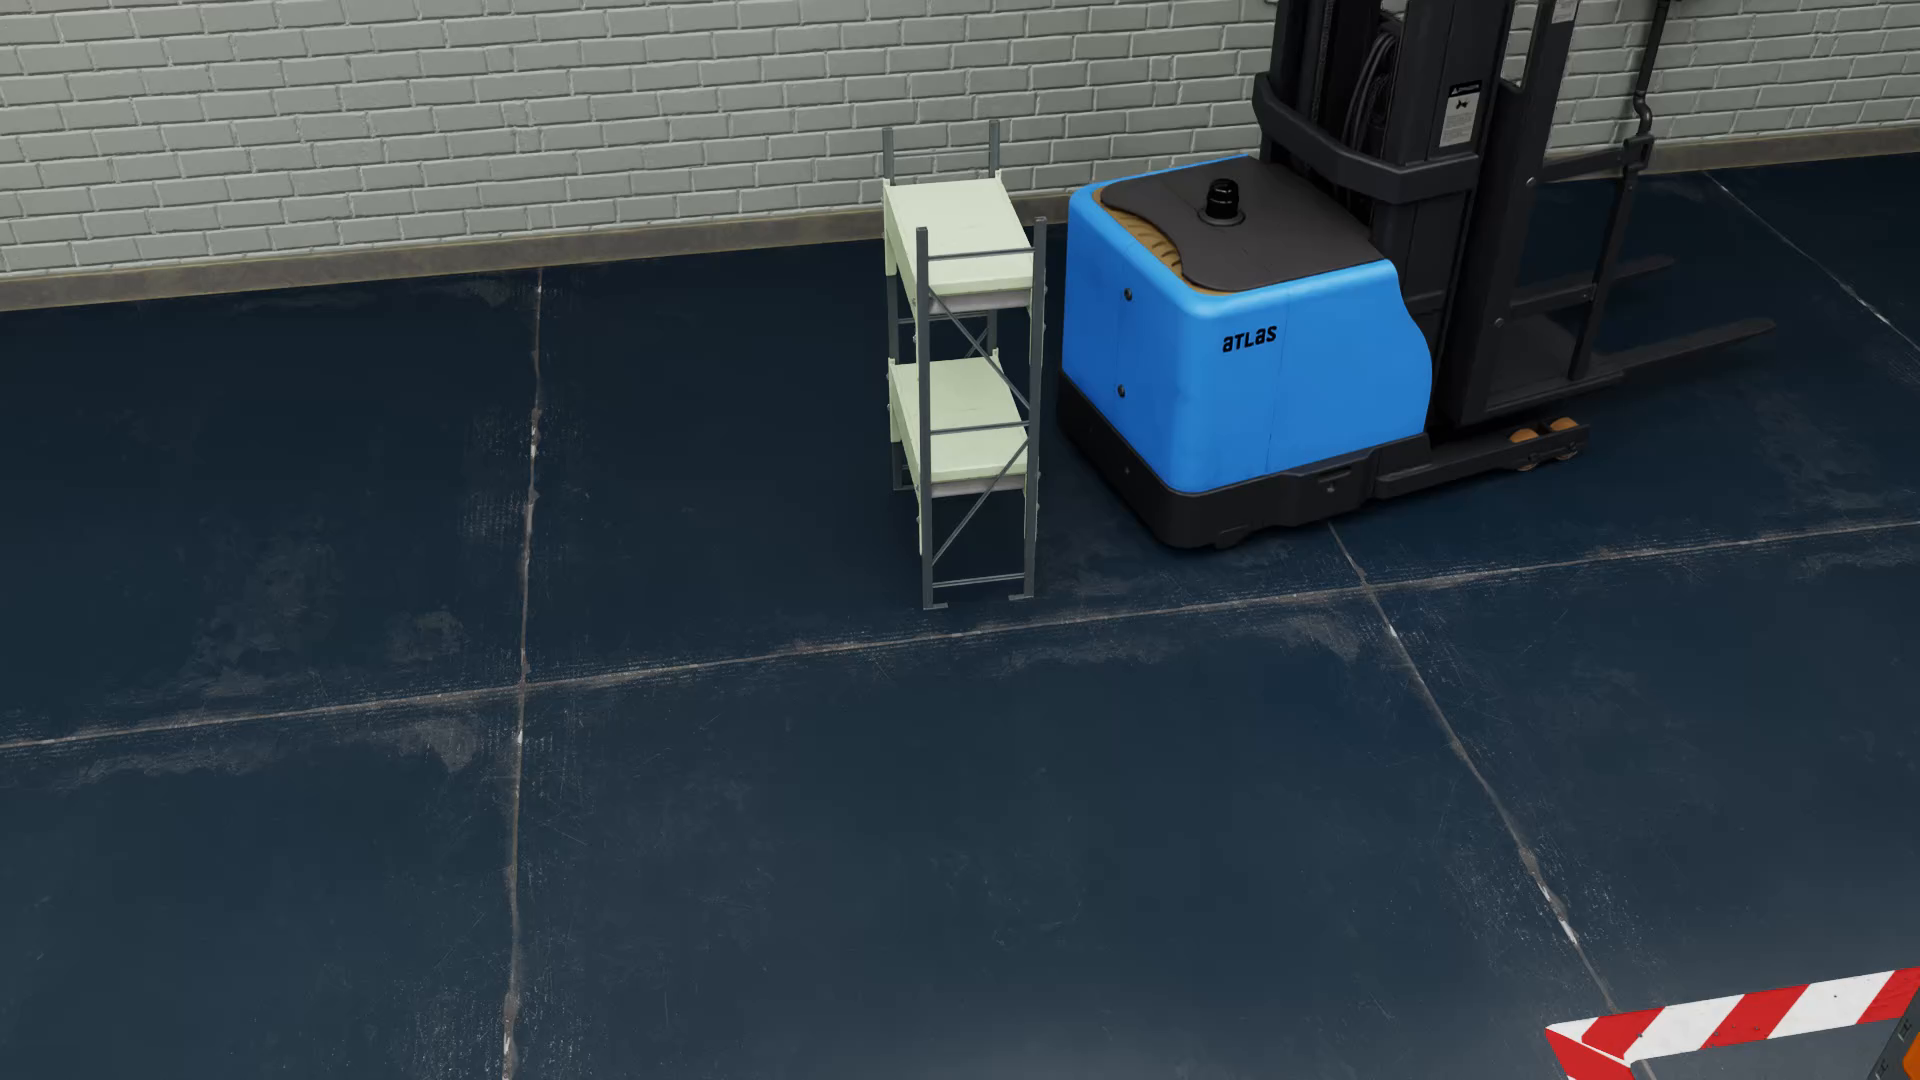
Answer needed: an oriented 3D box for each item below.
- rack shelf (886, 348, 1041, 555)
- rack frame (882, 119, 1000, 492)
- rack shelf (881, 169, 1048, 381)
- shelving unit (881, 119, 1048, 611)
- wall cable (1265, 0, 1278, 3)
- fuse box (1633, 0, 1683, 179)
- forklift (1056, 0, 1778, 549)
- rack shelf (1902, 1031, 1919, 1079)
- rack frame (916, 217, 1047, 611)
[{"bbox_3d":[0.001,-0.331,5.985,0.431,0.370,0.720,-6,38,-8],"label":"rack shelf"},{"bbox_3d":[-0.063,-0.809,6.069,0.400,1.500,0.023,-6,38,-8],"label":"rack frame"},{"bbox_3d":[0.001,-0.896,5.545,0.431,0.370,0.720,-6,38,-8],"label":"rack shelf"},{"bbox_3d":[0.001,-0.588,5.785,0.431,1.500,0.755,-6,38,-8],"label":"shelving unit"},{"bbox_3d":[1.380,-3.249,7.133,0.585,1.953,0.123,-6,38,-8],"label":"wall cable"},{"bbox_3d":[3.474,-2.464,8.027,0.539,1.711,0.414,-6,38,-8],"label":"fuse box"},{"bbox_3d":[1.956,-1.714,6.067,3.031,2.935,1.130,-15,40,-18],"label":"forklift"},{"bbox_3d":[2.742,2.060,1.740,1.077,0.370,4.000,-6,38,-8],"label":"rack shelf"},{"bbox_3d":[0.065,-0.367,5.500,0.400,1.500,0.023,-6,38,-8],"label":"rack frame"}]
